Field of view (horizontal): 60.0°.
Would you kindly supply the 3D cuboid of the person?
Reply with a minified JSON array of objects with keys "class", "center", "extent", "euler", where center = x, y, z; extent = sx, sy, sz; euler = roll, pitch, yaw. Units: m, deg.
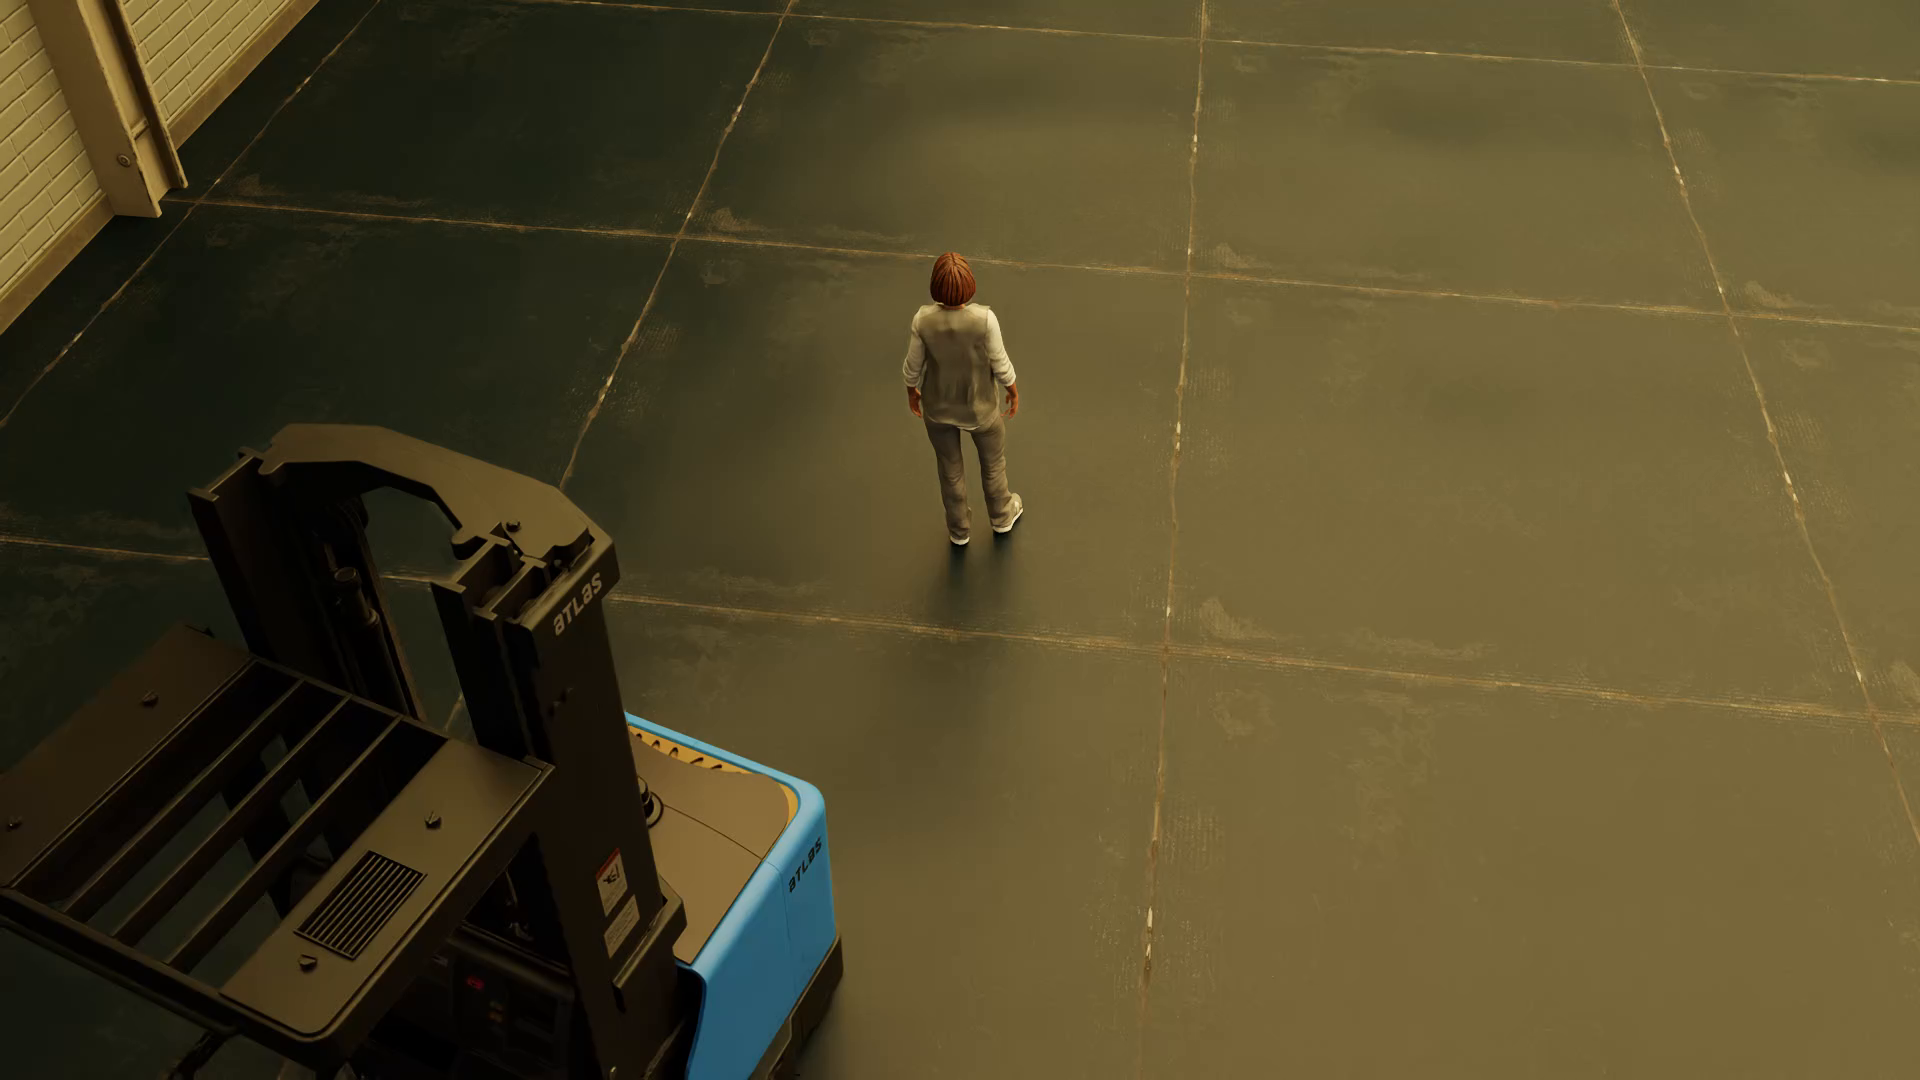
[{"class":"person","center":[0.023,-0.642,7.399],"extent":[0.521,1.599,0.473],"euler":[5,43,6]}]

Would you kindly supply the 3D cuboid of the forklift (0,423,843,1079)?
[{"class":"forklift","center":[-1.513,1.285,4.326],"extent":[1.130,2.935,3.031],"euler":[18,45,18]}]
